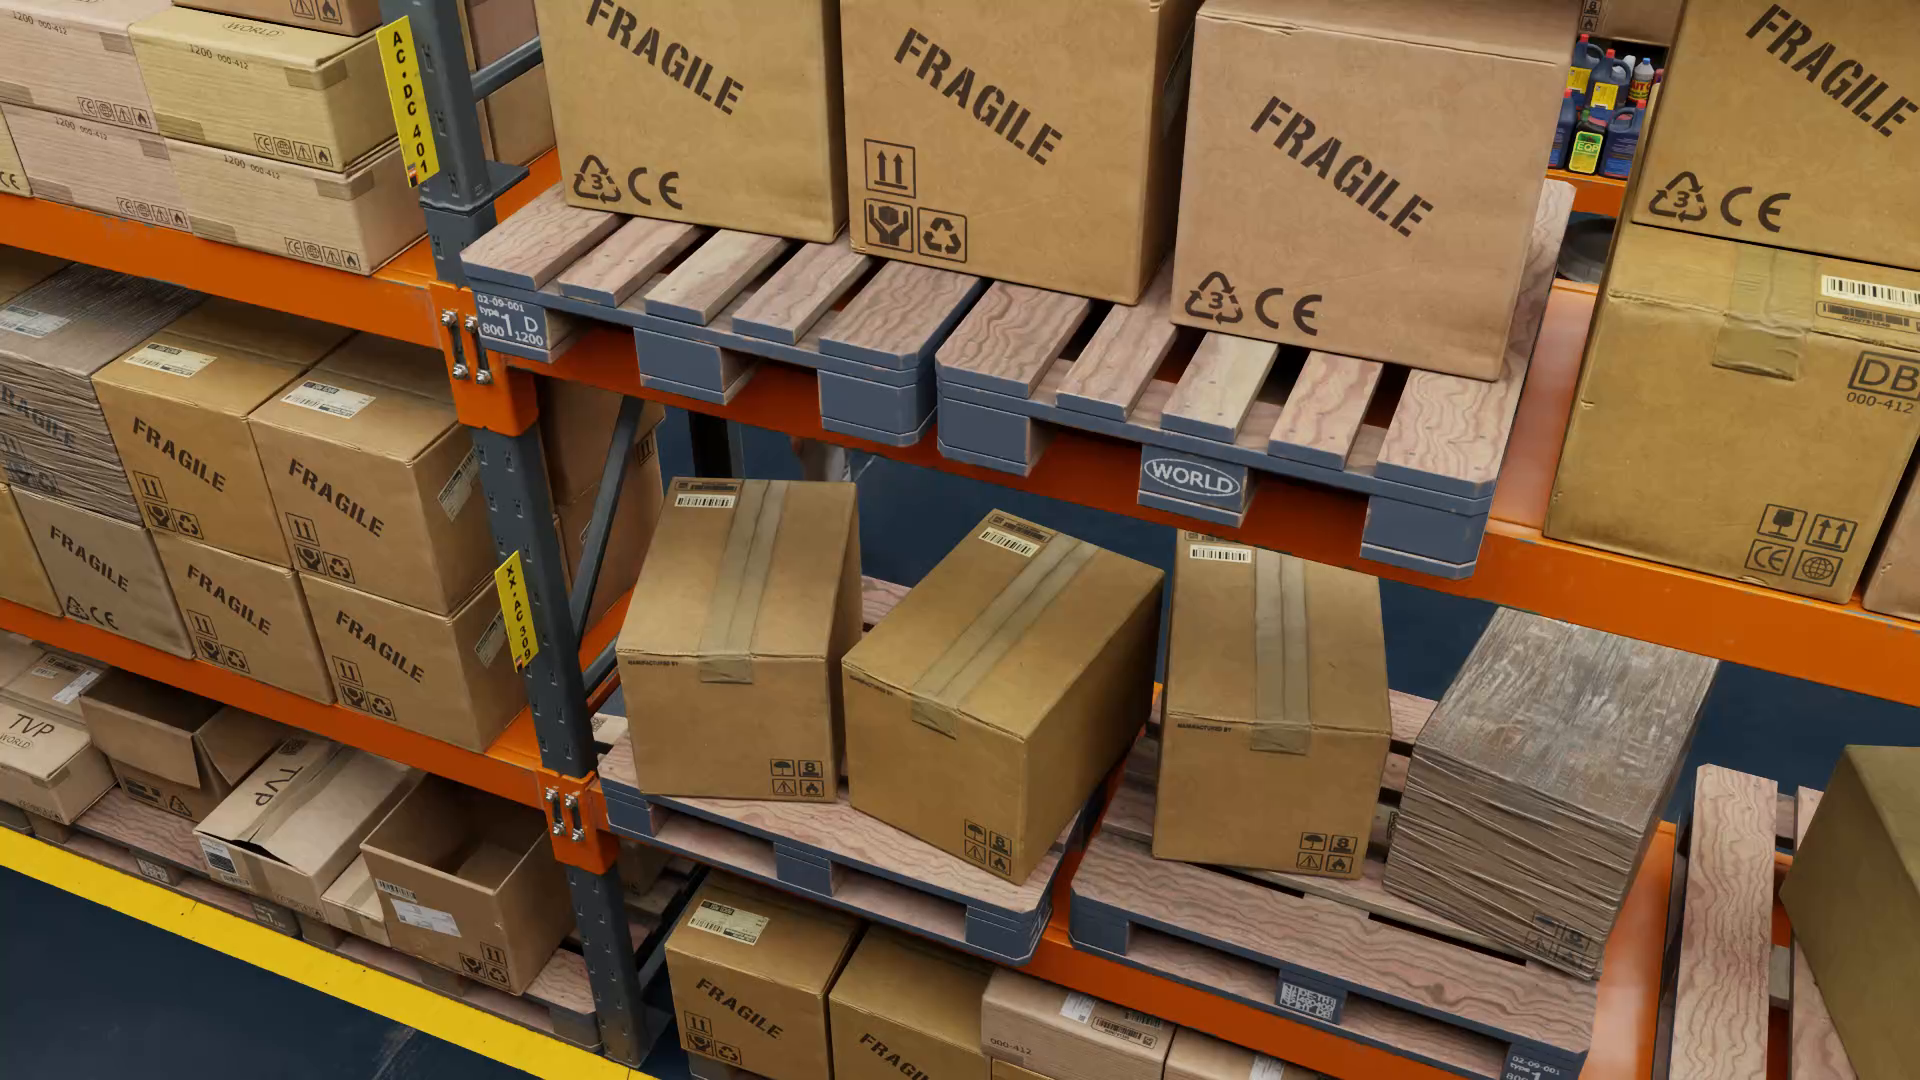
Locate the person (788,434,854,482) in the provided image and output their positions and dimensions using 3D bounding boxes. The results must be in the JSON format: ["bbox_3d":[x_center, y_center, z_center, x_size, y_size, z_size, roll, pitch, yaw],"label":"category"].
[{"bbox_3d":[-0.629,-0.552,6.863,0.624,1.668,0.449,24,44,28],"label":"person"}]
